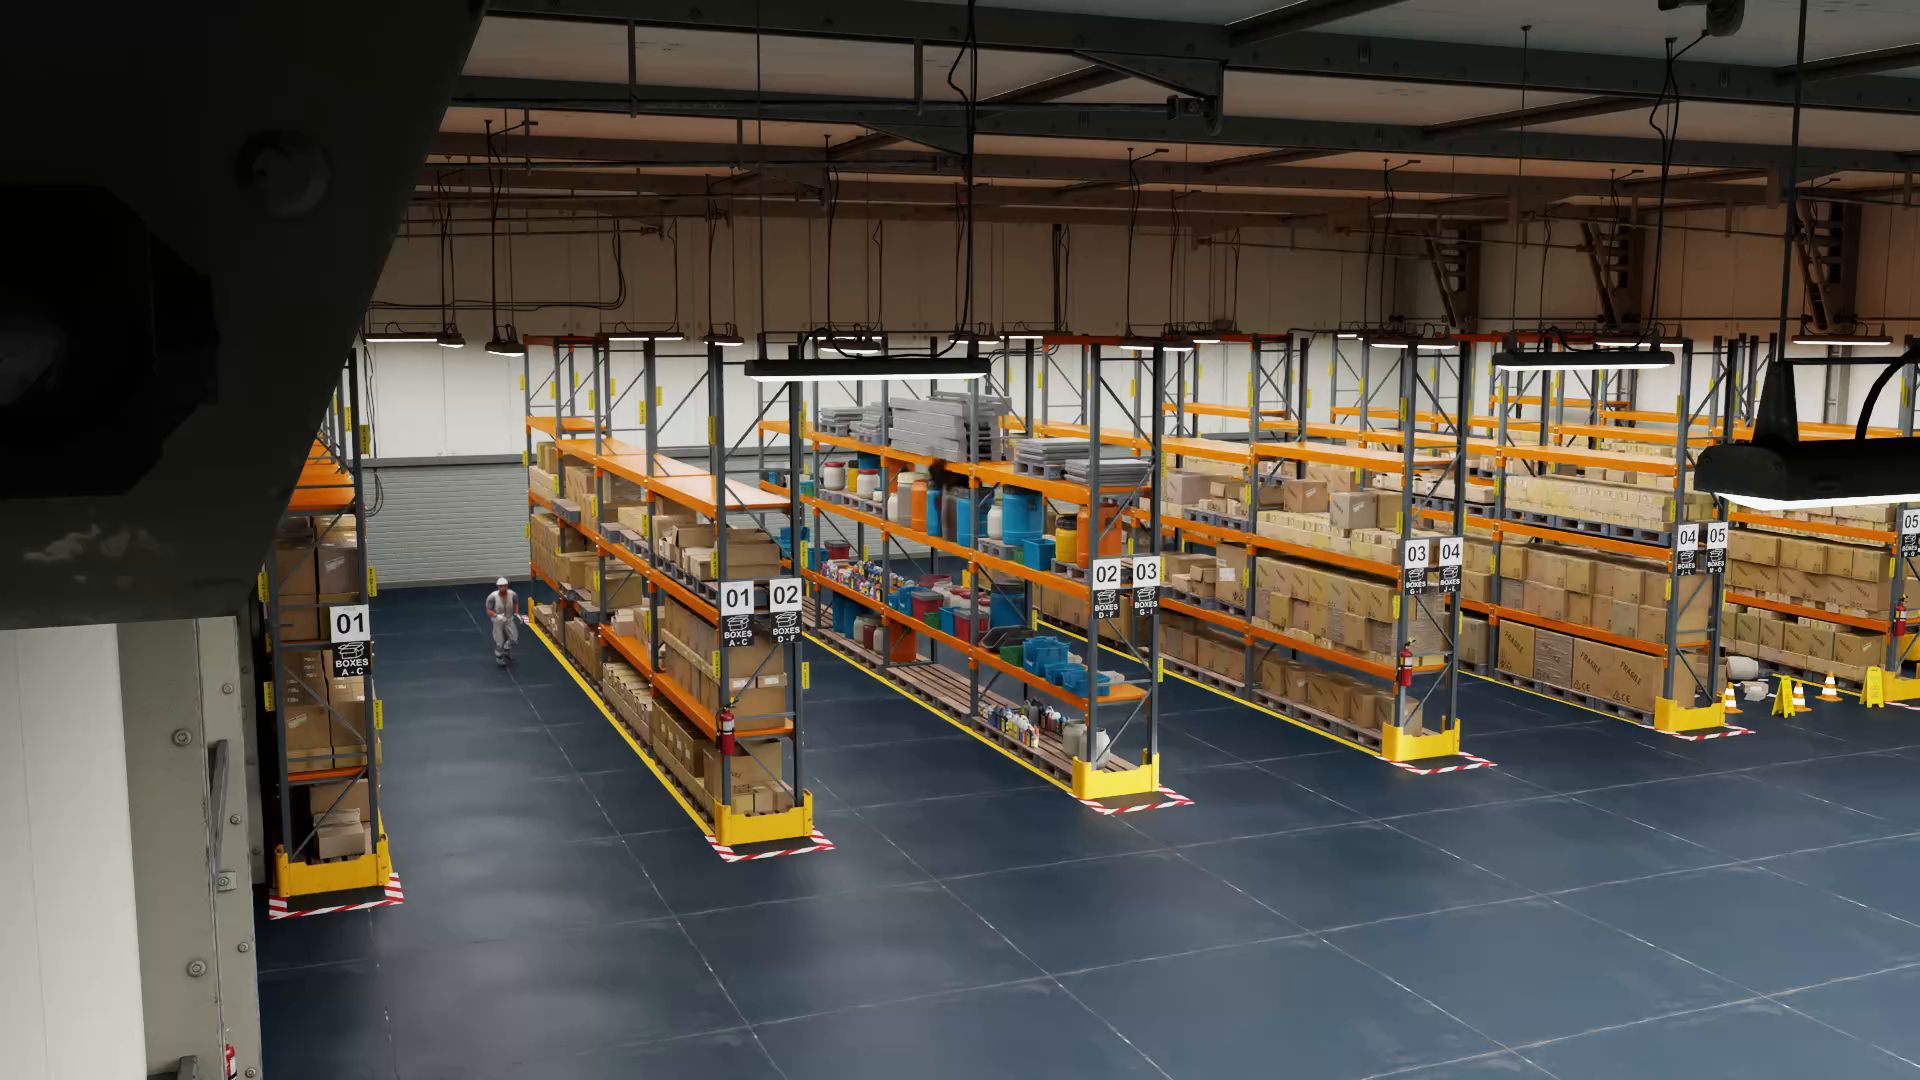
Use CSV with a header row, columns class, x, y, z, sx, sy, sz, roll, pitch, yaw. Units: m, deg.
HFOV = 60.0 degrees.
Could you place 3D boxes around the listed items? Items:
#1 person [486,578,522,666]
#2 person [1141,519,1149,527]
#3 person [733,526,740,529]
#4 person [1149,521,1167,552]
class,x,y,z,sx,sy,sz,roll,pitch,yaw
person,-8.296,1.492,30.263,0.678,1.672,0.772,-5,9,-32
person,4.254,0.369,38.275,0.683,1.771,0.744,-2,8,-16
person,-5.472,0.444,38.542,1.016,1.513,0.730,1,8,4
person,4.995,-0.102,41.983,0.855,1.701,0.664,-7,10,-41
